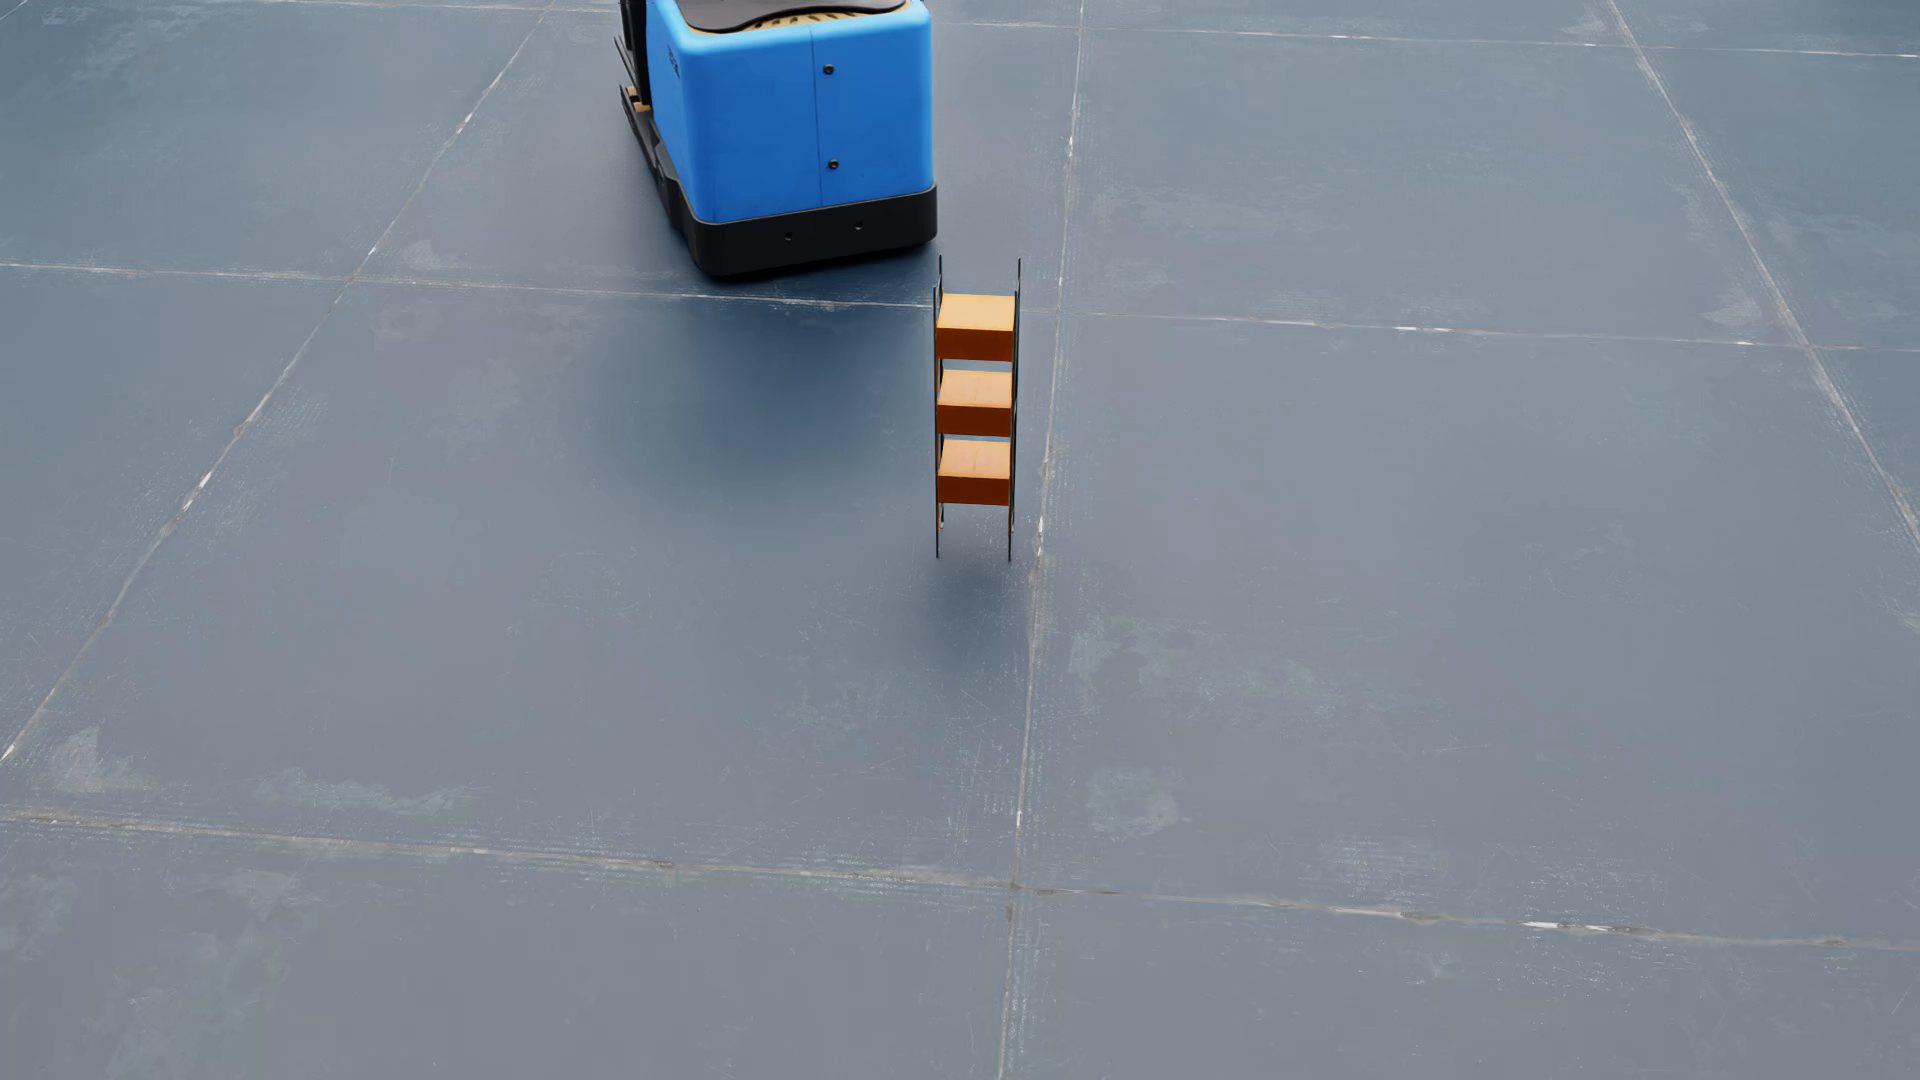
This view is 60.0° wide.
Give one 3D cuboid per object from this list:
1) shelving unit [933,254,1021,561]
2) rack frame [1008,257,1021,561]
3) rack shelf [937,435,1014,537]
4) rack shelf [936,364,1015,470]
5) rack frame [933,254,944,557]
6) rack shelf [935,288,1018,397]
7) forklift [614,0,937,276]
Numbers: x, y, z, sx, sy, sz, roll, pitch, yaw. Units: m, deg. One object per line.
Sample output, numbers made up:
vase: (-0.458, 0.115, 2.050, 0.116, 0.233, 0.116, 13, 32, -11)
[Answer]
shelving unit: (0.053, -0.404, 5.363, 0.252, 1.050, 0.215, 3, 39, 4)
rack frame: (0.175, -0.398, 5.355, 0.008, 1.050, 0.200, 3, 39, 4)
rack shelf: (0.053, -0.180, 5.545, 0.240, 0.259, 0.215, 3, 39, 4)
rack shelf: (0.053, -0.396, 5.370, 0.240, 0.259, 0.215, 3, 39, 4)
rack frame: (-0.068, -0.411, 5.371, 0.008, 1.050, 0.200, 3, 39, 4)
rack shelf: (0.053, -0.616, 5.191, 0.240, 0.259, 0.215, 3, 39, 4)
forklift: (-1.044, -3.177, 7.280, 1.130, 2.935, 3.031, -12, 41, -14)
